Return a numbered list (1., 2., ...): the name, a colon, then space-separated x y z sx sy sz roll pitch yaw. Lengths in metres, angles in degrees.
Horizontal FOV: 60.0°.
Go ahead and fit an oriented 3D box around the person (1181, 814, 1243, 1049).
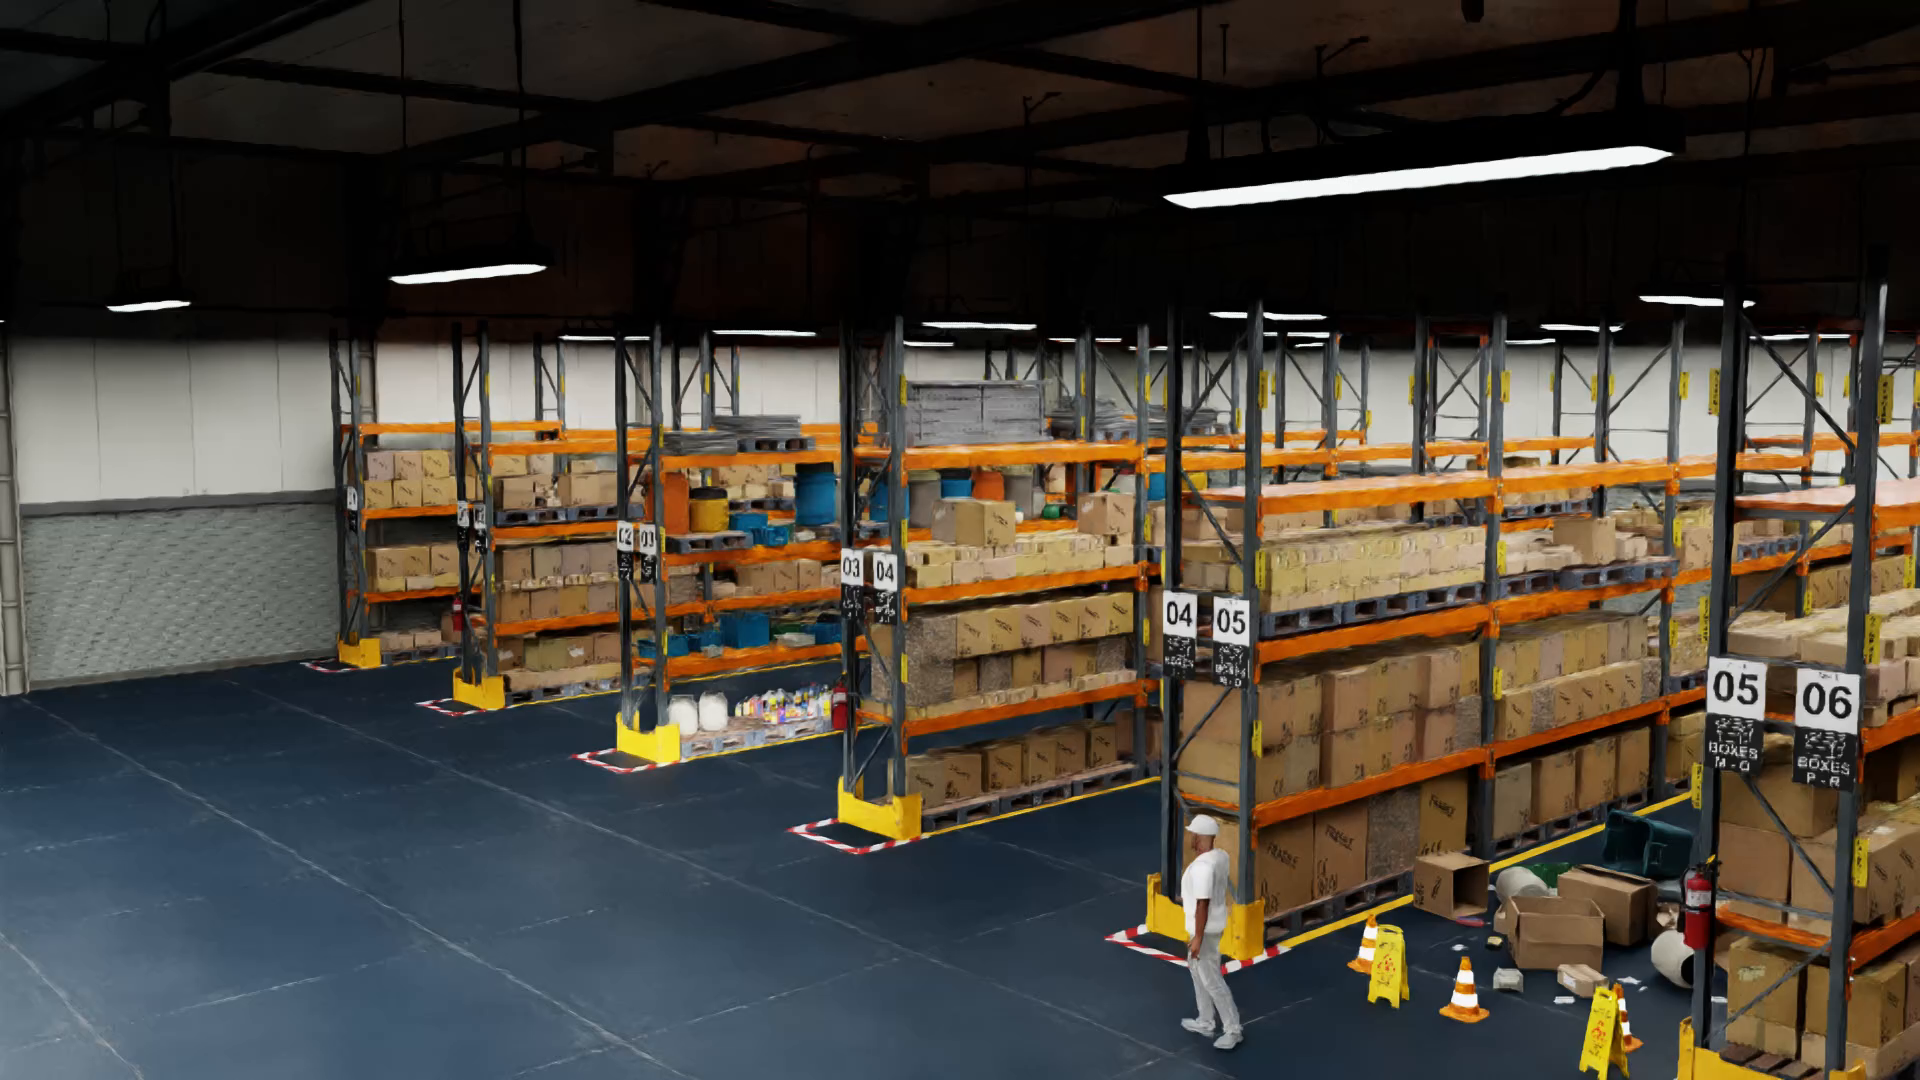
1. person: 1.971 3.022 12.966 0.540 1.759 0.659 2 6 21
